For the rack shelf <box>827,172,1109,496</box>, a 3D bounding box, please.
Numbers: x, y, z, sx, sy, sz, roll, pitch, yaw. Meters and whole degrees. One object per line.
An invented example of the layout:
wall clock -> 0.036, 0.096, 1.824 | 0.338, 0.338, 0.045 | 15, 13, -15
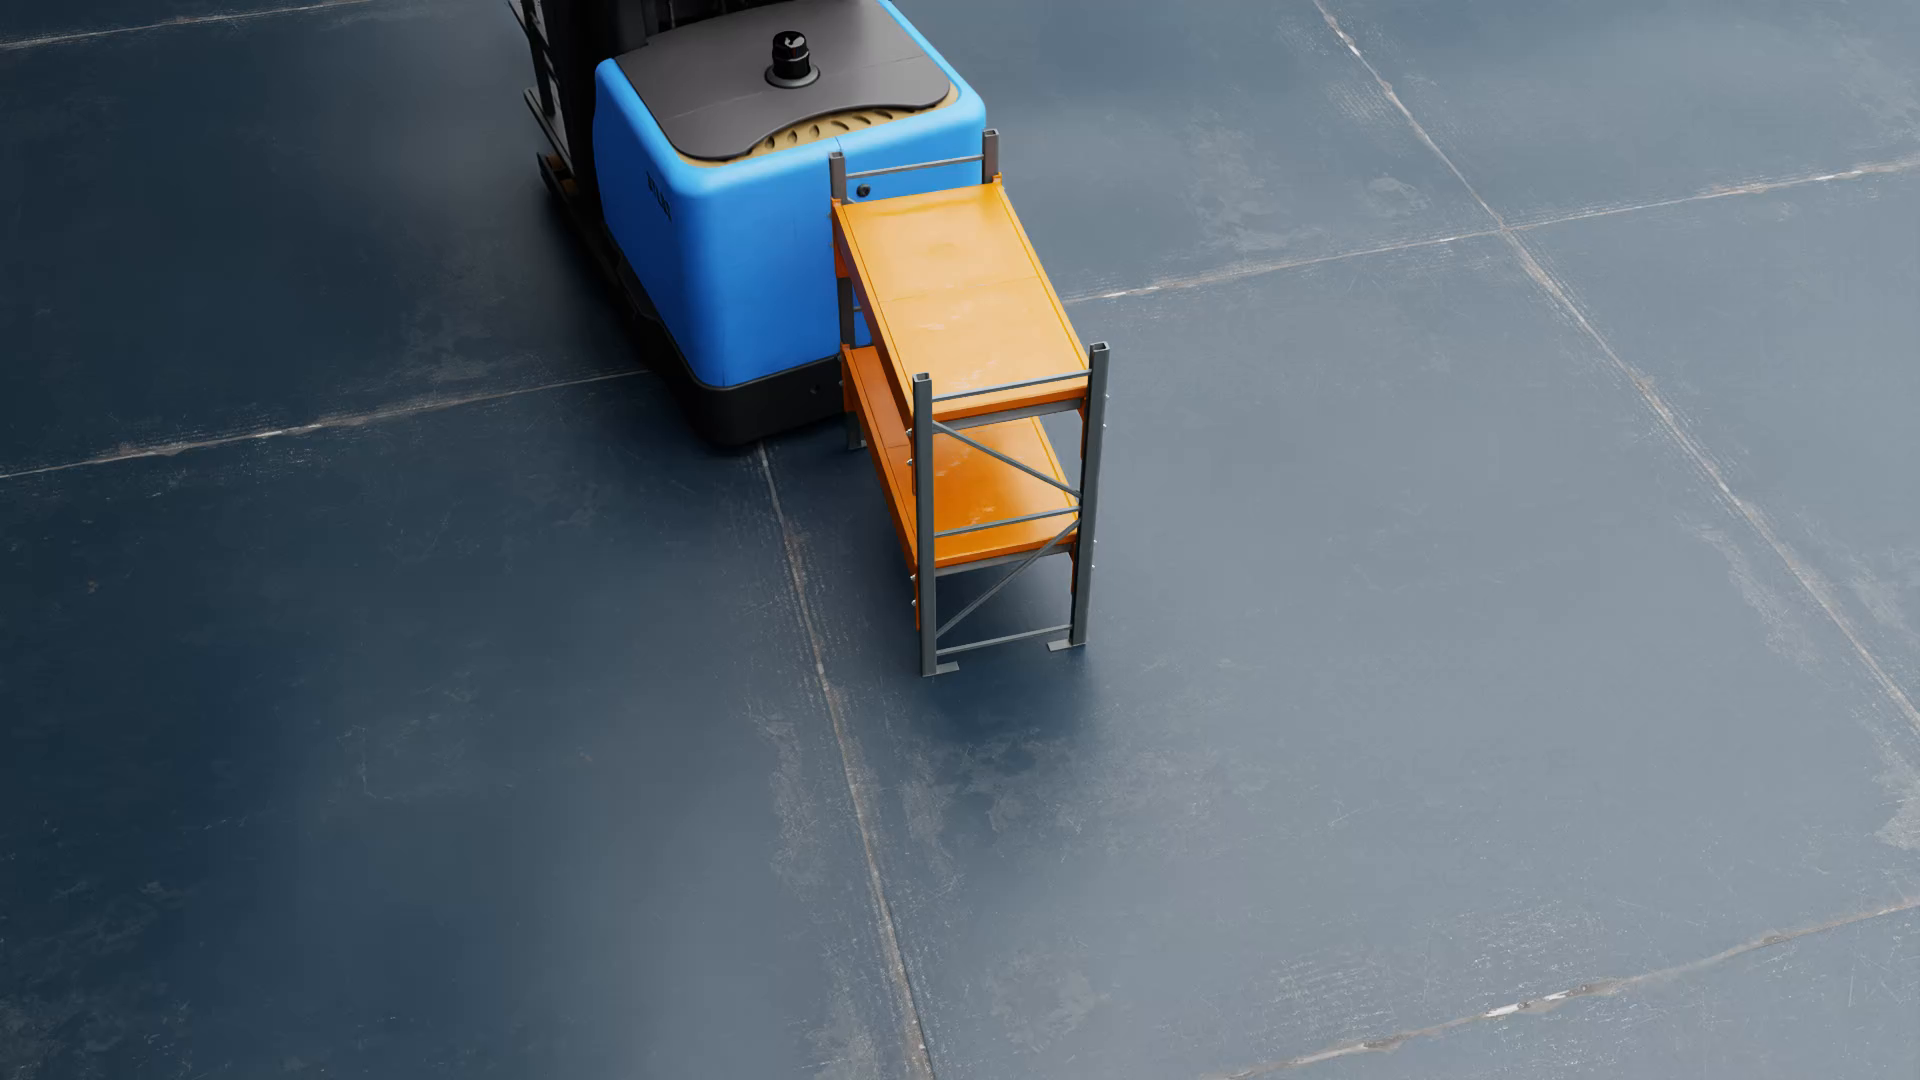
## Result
rack shelf -> -0.002, -0.603, 4.644 | 0.538, 0.278, 1.000 | -11, 47, -10

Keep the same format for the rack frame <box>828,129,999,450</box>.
rack frame -> -0.132, -0.749, 5.197 | 0.500, 1.125, 0.032 | -11, 47, -10

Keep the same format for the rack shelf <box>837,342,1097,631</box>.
rack shelf -> -0.002, -0.227, 5.027 | 0.538, 0.278, 1.000 | -11, 47, -10

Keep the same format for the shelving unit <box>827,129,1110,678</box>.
shelving unit -> -0.002, -0.398, 4.853 | 0.538, 1.125, 1.048 | -11, 47, -10

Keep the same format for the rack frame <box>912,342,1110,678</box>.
rack frame -> 0.128, -0.047, 4.509 | 0.500, 1.125, 0.032 | -11, 47, -10

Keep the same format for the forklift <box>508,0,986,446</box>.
forklift -> -1.007, -2.394, 5.544 | 1.130, 2.935, 3.031 | -19, 49, -18
